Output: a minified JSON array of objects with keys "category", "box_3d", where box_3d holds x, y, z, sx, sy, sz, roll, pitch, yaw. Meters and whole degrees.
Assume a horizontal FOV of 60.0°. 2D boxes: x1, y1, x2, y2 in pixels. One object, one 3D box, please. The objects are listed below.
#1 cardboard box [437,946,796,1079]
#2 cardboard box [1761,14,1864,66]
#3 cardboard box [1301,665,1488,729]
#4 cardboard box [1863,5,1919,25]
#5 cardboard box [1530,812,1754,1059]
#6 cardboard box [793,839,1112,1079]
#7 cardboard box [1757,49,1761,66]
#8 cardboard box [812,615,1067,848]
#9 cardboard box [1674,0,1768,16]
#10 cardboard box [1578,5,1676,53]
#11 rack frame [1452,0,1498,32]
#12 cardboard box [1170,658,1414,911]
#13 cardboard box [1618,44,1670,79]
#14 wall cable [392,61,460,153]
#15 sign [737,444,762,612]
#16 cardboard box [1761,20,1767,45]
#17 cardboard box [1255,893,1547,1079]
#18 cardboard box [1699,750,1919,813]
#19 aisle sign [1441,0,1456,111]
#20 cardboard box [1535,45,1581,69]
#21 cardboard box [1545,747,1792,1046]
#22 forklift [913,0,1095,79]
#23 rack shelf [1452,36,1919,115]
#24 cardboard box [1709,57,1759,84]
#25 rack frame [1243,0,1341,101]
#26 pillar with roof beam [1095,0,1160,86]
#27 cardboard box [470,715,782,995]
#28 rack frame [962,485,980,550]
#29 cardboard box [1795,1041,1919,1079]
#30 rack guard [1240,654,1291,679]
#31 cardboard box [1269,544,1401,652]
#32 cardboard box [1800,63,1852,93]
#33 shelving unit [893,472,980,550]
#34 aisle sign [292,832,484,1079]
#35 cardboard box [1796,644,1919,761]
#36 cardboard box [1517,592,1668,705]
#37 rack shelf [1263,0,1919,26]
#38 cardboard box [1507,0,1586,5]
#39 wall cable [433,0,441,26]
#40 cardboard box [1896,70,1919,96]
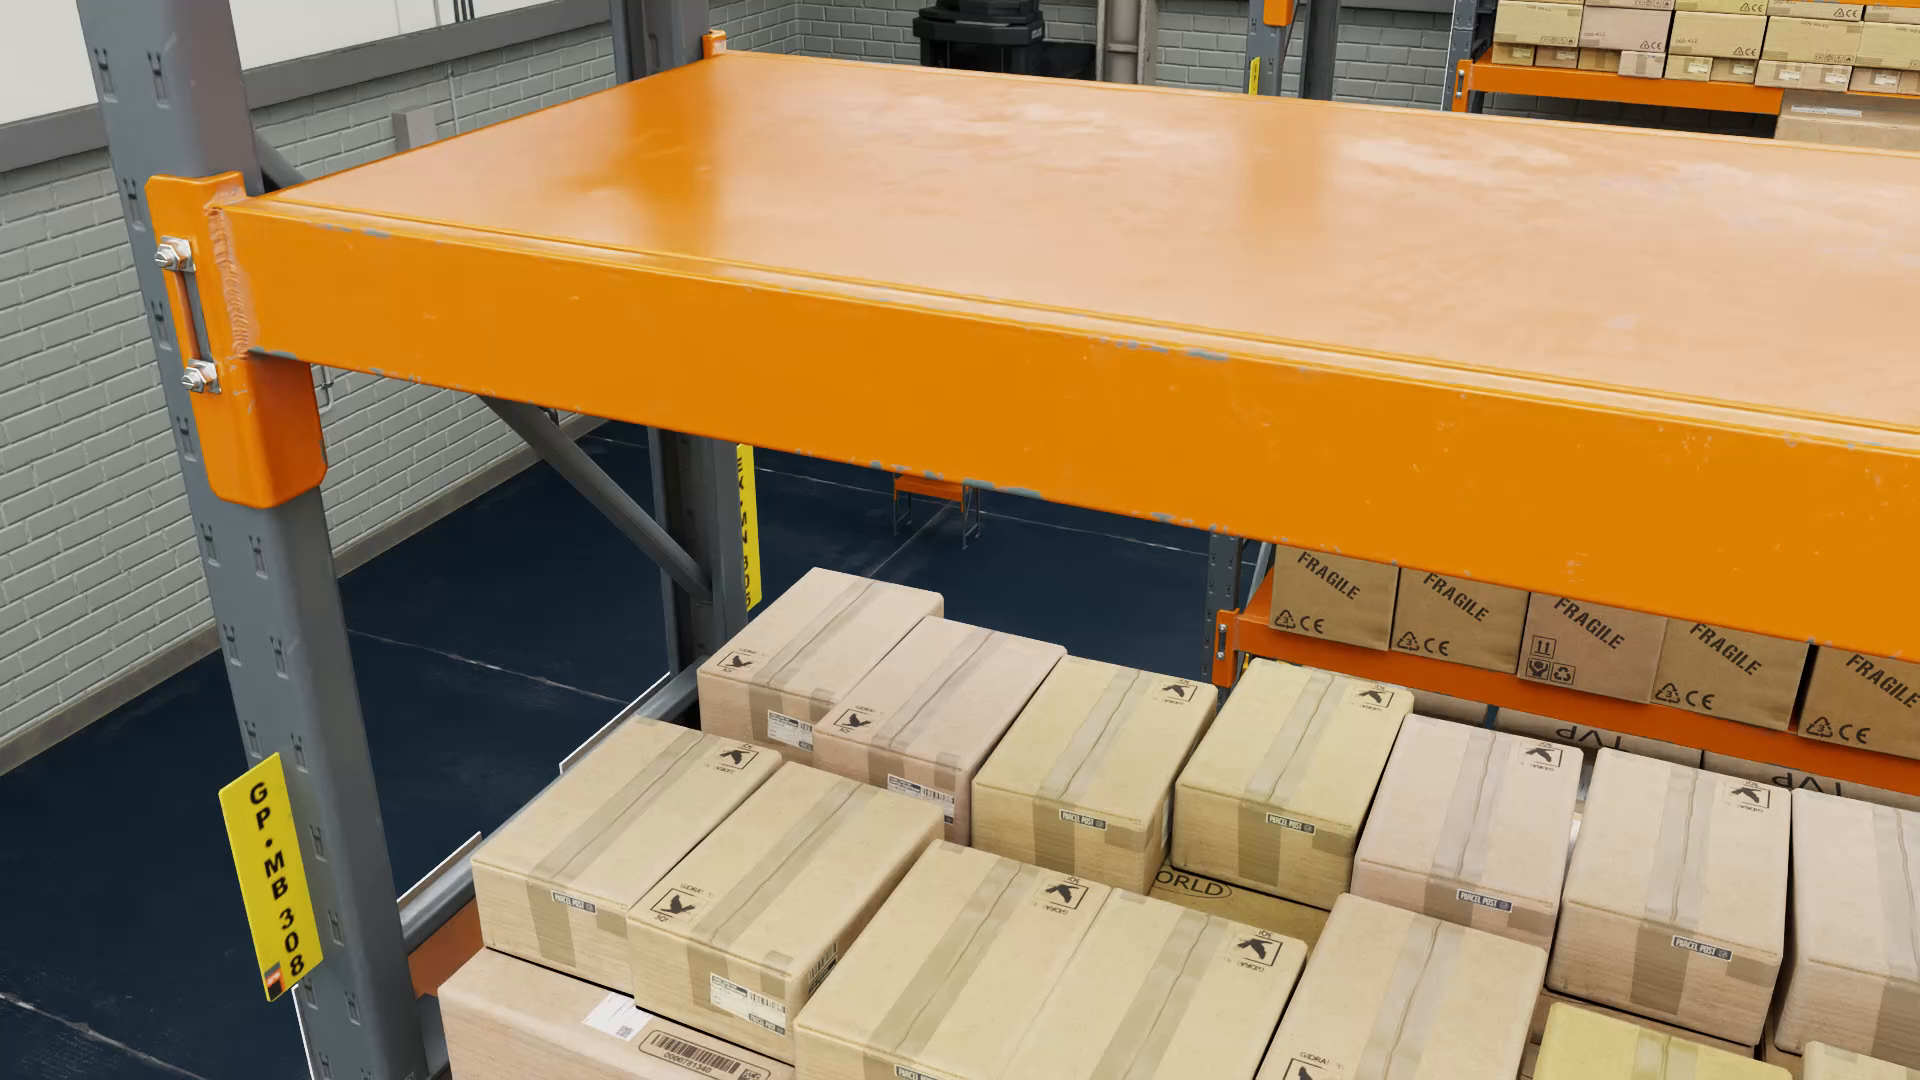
[{"category":"cardboard box","box_3d":[-0.339,0.631,2.281,0.500,0.250,0.500,12,29,23]},{"category":"cardboard box","box_3d":[5.071,-3.011,9.906,0.500,0.250,0.500,11,28,21]},{"category":"cardboard box","box_3d":[1.959,0.980,7.789,0.875,0.438,0.875,10,28,20]},{"category":"cardboard box","box_3d":[5.527,-3.144,9.611,0.500,0.250,0.500,12,29,23]},{"category":"cardboard box","box_3d":[0.816,0.614,2.315,0.500,0.250,0.500,12,29,23]},{"category":"cardboard box","box_3d":[0.002,0.549,1.996,0.250,0.149,0.380,11,28,22]},{"category":"cardboard box","box_3d":[4.974,-3.119,10.578,0.250,0.149,0.380,11,28,21]},{"category":"cardboard box","box_3d":[-0.023,0.284,2.534,0.250,0.149,0.380,12,29,23]},{"category":"cardboard box","box_3d":[4.586,-3.326,9.980,0.500,0.250,0.500,11,28,21]},{"category":"cardboard box","box_3d":[4.130,-3.195,10.280,0.500,0.250,0.500,12,29,23]},{"category":"rack frame","box_3d":[3.368,-4.750,10.210,0.127,3.000,1.000,11,28,22]},{"category":"cardboard box","box_3d":[0.487,0.344,2.412,0.250,0.149,0.380,12,29,23]},{"category":"cardboard box","box_3d":[4.222,-2.962,10.258,0.250,0.149,0.380,12,29,23]},{"category":"wall cable","box_3d":[-3.249,-2.112,10.493,0.122,1.984,0.588,11,28,22]},{"category":"sign","box_3d":[-0.392,-0.015,2.987,0.005,0.325,0.100,11,28,22]},{"category":"cardboard box","box_3d":[5.282,-3.223,10.337,0.500,0.250,0.500,12,29,23]},{"category":"cardboard box","box_3d":[0.501,0.598,1.895,0.250,0.149,0.380,12,29,23]},{"category":"cardboard box","box_3d":[3.616,1.309,7.120,0.875,0.438,0.875,10,28,20]},{"category":"aisle sign","box_3d":[3.184,-3.119,10.746,0.004,0.787,0.394,11,28,22]},{"category":"cardboard box","box_3d":[3.811,-3.102,10.543,0.250,0.149,0.380,12,29,23]},{"category":"cardboard box","box_3d":[0.937,0.455,2.187,0.250,0.149,0.380,12,29,23]},{"category":"forklift","box_3d":[0.376,-2.849,13.218,1.130,2.935,3.031,12,29,22]},{"category":"rack shelf","box_3d":[5.189,-2.716,10.288,4.000,0.370,1.077,11,28,22]},{"category":"cardboard box","box_3d":[4.714,-2.896,10.125,0.250,0.149,0.380,11,28,21]},{"category":"rack frame","box_3d":[1.317,-2.753,6.155,0.127,3.000,1.000,11,28,22]},{"category":"pillar with roof beam","box_3d":[-0.495,-3.874,8.431,0.400,9.000,9.100,11,28,22]},{"category":"cardboard box","box_3d":[-0.440,0.416,2.265,0.250,0.149,0.380,11,28,21]},{"category":"rack frame","box_3d":[0.071,-0.524,10.456,0.015,1.200,0.240,11,28,22]},{"category":"cardboard box","box_3d":[0.962,0.712,1.664,0.250,0.149,0.380,12,29,24]},{"category":"rack guard","box_3d":[1.295,1.055,8.041,0.348,0.500,1.175,11,28,22]},{"category":"cardboard box","box_3d":[1.635,0.097,7.045,0.500,0.500,0.500,11,28,21]},{"category":"cardboard box","box_3d":[5.146,-2.777,9.882,0.250,0.149,0.380,12,29,23]},{"category":"shelving unit","box_3d":[-0.151,-0.569,10.546,0.503,1.200,0.258,11,28,22]},{"category":"aisle sign","box_3d":[-0.831,0.888,2.607,0.004,0.787,0.394,11,28,22]},{"category":"cardboard box","box_3d":[3.496,0.465,6.297,0.500,0.500,0.500,11,28,21]},{"category":"cardboard box","box_3d":[2.562,0.278,6.676,0.500,0.500,0.500,11,28,22]},{"category":"rack shelf","box_3d":[3.137,-1.885,5.659,4.000,0.370,1.077,11,28,22]},{"category":"cardboard box","box_3d":[3.668,-3.512,10.359,0.500,0.250,0.500,11,28,21]},{"category":"wall cable","box_3d":[-3.664,-3.982,8.650,0.029,3.000,2.355,11,28,22]},{"category":"cardboard box","box_3d":[5.644,-2.713,9.753,0.250,0.149,0.380,12,29,24]}]
